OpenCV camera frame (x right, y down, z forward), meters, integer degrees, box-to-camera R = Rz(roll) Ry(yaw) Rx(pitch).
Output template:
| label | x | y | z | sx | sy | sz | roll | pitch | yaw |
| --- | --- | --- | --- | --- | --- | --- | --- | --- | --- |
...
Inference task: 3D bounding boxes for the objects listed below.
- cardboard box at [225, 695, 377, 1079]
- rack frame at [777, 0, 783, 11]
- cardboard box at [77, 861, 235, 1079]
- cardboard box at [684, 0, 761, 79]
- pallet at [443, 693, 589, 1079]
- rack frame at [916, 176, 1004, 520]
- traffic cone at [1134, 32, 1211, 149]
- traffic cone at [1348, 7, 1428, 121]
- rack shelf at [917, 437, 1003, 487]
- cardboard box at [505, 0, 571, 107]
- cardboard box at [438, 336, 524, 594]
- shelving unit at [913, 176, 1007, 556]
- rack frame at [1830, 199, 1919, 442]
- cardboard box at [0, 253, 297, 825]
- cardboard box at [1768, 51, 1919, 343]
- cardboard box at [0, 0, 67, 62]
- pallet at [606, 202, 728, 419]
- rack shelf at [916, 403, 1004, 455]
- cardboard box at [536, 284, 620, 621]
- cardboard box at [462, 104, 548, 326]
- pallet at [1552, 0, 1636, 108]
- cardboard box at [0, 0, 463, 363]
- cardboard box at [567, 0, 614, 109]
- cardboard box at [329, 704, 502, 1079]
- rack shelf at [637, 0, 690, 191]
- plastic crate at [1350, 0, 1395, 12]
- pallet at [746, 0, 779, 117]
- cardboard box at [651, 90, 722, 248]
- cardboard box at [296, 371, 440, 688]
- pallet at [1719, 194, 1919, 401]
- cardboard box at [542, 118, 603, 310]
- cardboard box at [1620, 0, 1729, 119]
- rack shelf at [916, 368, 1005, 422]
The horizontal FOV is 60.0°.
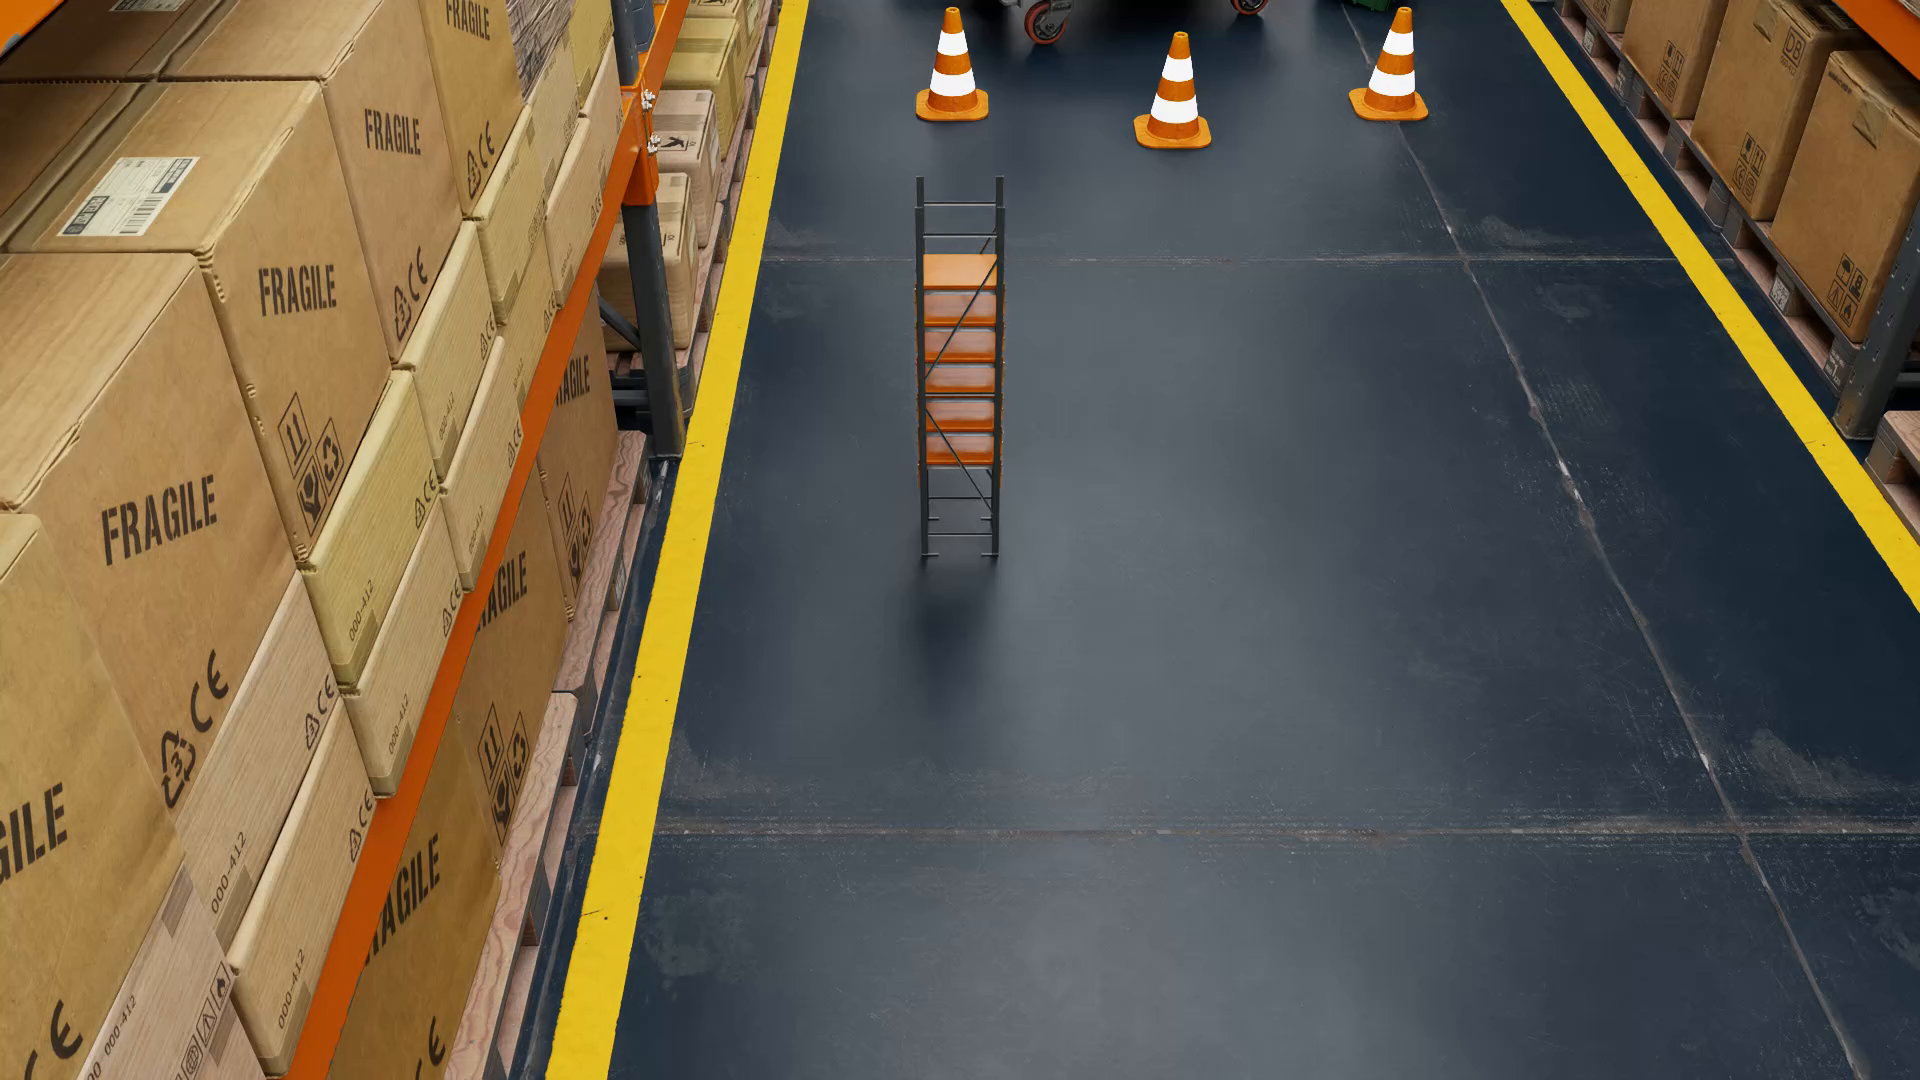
| label | x | y | z | sx | sy | sz | roll | pitch | yaw |
| --- | --- | --- | --- | --- | --- | --- | --- | --- | --- |
| cardboard box | -1.167 | 0.485 | 2.367 | 0.500 | 0.250 | 0.500 | -1 | 39 | -1 |
| rack frame | -1.438 | -3.978 | 7.815 | 1.000 | 3.000 | 0.127 | 0 | 39 | 0 |
| cardboard box | -1.147 | 0.613 | 1.807 | 0.500 | 0.250 | 0.500 | -1 | 39 | -1 |
| cardboard box | -1.431 | -2.339 | 7.535 | 0.950 | 0.372 | 0.625 | 2 | 39 | 3 |
| pallet | -1.509 | 0.866 | 4.001 | 1.003 | 0.211 | 1.213 | 0 | 39 | 0 |
| rack frame | 0.000 | -0.534 | 4.957 | 0.240 | 1.200 | 0.006 | 0 | 39 | 0 |
| traffic cone | 0.964 | -2.033 | 7.417 | 0.336 | 0.463 | 0.334 | 0 | 39 | 0 |
| traffic cone | 2.003 | -2.215 | 7.644 | 0.336 | 0.463 | 0.334 | 0 | 39 | 0 |
| rack shelf | 0.000 | -0.255 | 5.064 | 0.258 | 0.103 | 0.180 | 0 | 39 | 0 |
| cardboard box | -1.162 | -1.262 | 3.546 | 0.500 | 0.500 | 0.500 | 1 | 39 | 1 |
| cardboard box | -1.143 | -0.149 | 3.157 | 0.500 | 0.250 | 0.500 | -1 | 39 | -1 |
| shelving unit | 0.000 | -0.477 | 4.886 | 0.258 | 1.200 | 0.189 | 0 | 39 | 0 |
| rack frame | 3.517 | -1.543 | 4.777 | 1.000 | 3.000 | 0.127 | 0 | 39 | 0 |
| cardboard box | -1.170 | 0.002 | 1.969 | 0.500 | 0.500 | 0.500 | 0 | 39 | 0 |
| cardboard box | 3.606 | -1.210 | 5.825 | 1.050 | 0.750 | 0.750 | -1 | 39 | -1 |
| cardboard box | -1.685 | -0.648 | 2.780 | 0.500 | 0.500 | 0.500 | 1 | 39 | 1 |
| pallet | -1.433 | -0.877 | 6.176 | 1.003 | 0.211 | 1.213 | 0 | 39 | 0 |
| rack shelf | 0.000 | -0.349 | 4.989 | 0.258 | 0.103 | 0.180 | 0 | 39 | 0 |
| cardboard box | -1.516 | -0.379 | 4.688 | 0.875 | 0.875 | 0.875 | 0 | 39 | 0 |
| cardboard box | -1.153 | -0.670 | 3.407 | 0.500 | 0.250 | 0.500 | -1 | 39 | -1 |
| pallet | 3.588 | -2.474 | 8.168 | 1.003 | 0.211 | 1.213 | 0 | 39 | 0 |
| cardboard box | -1.175 | -0.635 | 2.764 | 0.500 | 0.500 | 0.500 | -1 | 39 | -1 |
| cardboard box | -1.179 | -1.310 | 4.207 | 0.500 | 0.250 | 0.500 | 0 | 39 | 0 |
| cardboard box | -1.518 | 0.738 | 3.294 | 0.875 | 0.875 | 0.875 | 1 | 39 | 1 |
| rack shelf | -1.436 | -2.446 | 6.479 | 1.077 | 0.370 | 4.000 | 0 | 39 | 0 |
| plastic crate | 2.202 | -3.078 | 8.894 | 0.450 | 0.188 | 0.662 | 27 | 45 | 16 |
| pallet | -1.436 | -2.403 | 8.080 | 1.003 | 0.211 | 1.213 | 0 | 39 | 0 |
| cardboard box | -1.433 | -1.430 | 6.401 | 0.950 | 0.372 | 0.625 | -1 | 39 | -1 |
| cardboard box | -1.150 | -0.029 | 2.607 | 0.500 | 0.250 | 0.500 | 0 | 39 | 1 |
| pallet | 3.591 | -0.948 | 6.264 | 1.003 | 0.211 | 1.213 | 0 | 39 | 0 |
| cardboard box | -1.157 | -0.782 | 3.948 | 0.500 | 0.250 | 0.500 | 1 | 39 | 1 |
| cardboard box | 3.600 | -2.339 | 7.234 | 1.050 | 0.750 | 0.750 | 0 | 39 | 0 |
| rack shelf | 0.000 | -0.443 | 4.914 | 0.258 | 0.103 | 0.180 | 0 | 39 | 0 |
